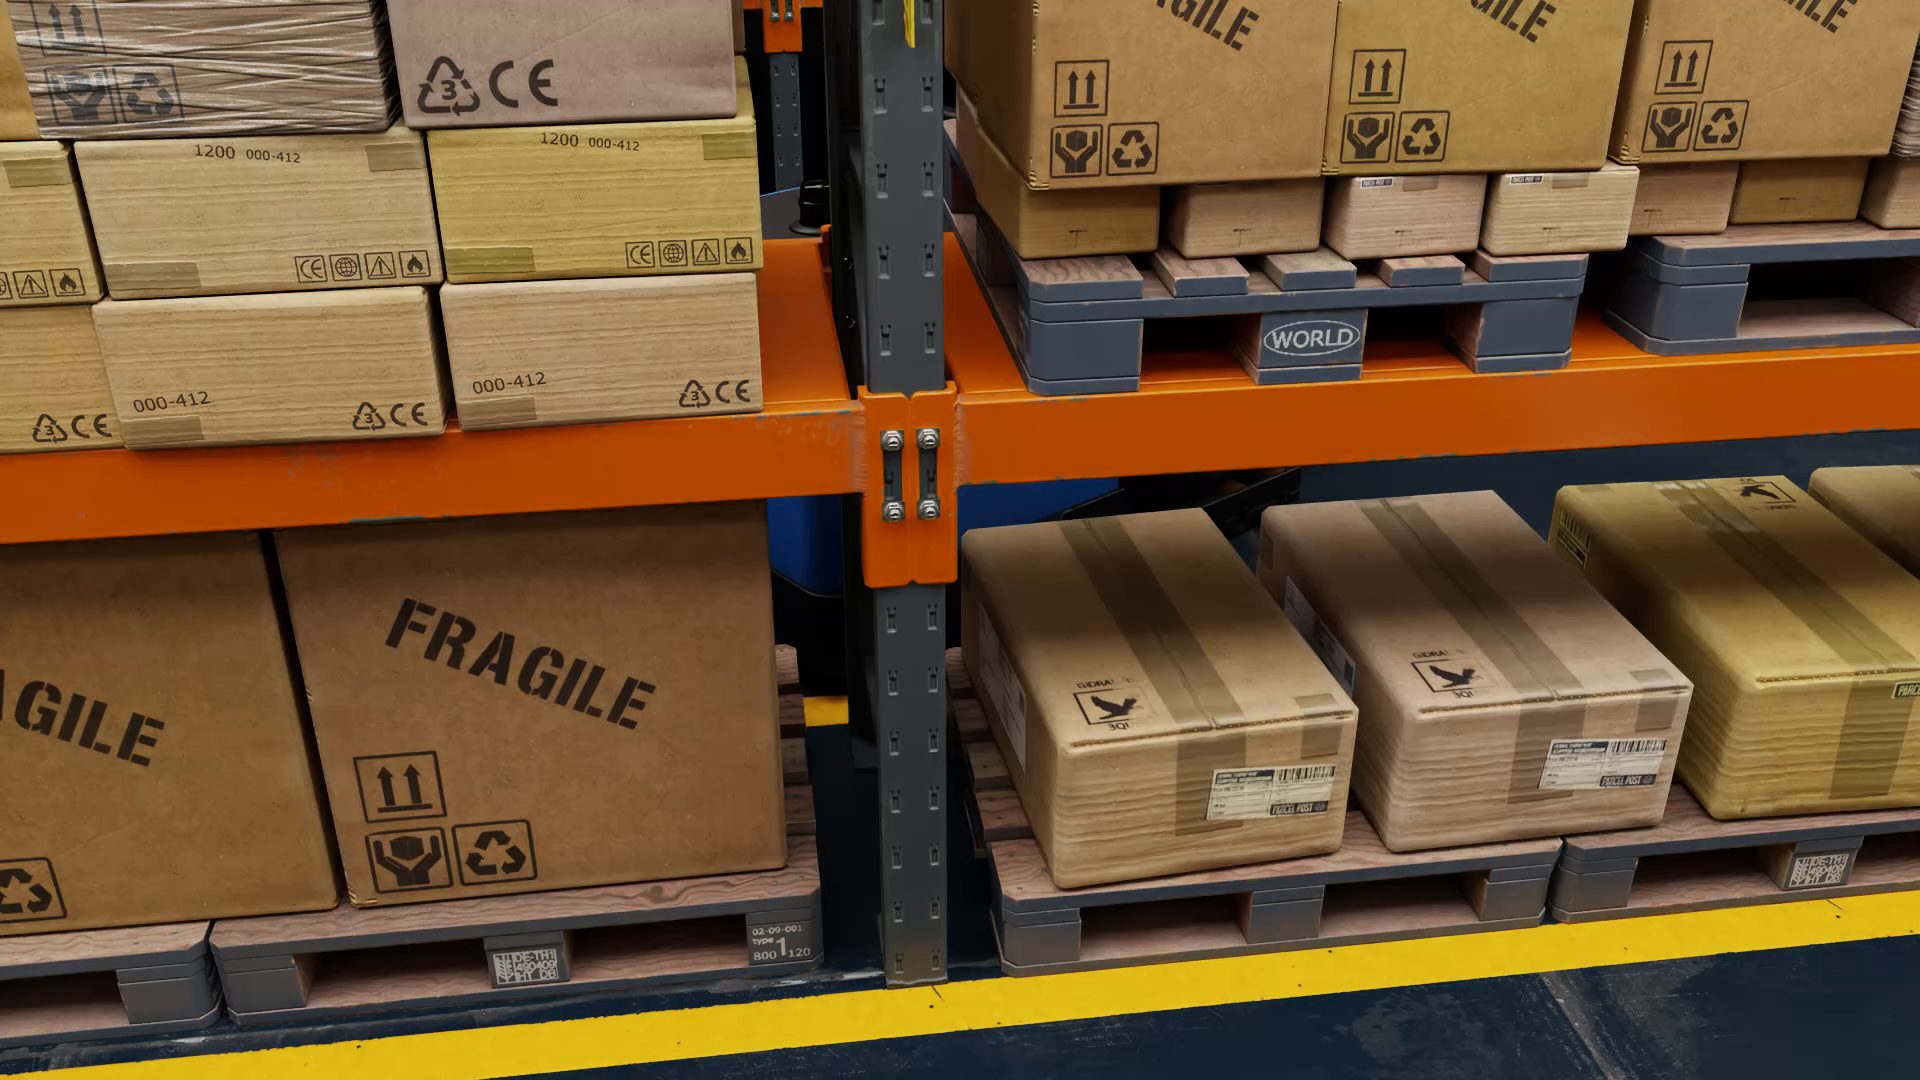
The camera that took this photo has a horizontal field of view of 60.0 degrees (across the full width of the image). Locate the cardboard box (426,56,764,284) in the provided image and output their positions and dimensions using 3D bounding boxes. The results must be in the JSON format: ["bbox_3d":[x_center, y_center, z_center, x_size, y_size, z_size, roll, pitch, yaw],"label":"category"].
[{"bbox_3d":[-0.602,-0.644,2.837,0.500,0.250,0.500,-4,27,-7],"label":"cardboard box"}]

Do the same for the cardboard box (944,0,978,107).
[{"bbox_3d":[0.254,-1.153,3.315,0.500,0.500,0.500,-4,27,-9],"label":"cardboard box"}]

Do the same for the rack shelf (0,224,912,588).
[{"bbox_3d":[-2.138,-0.187,3.117,4.000,0.370,1.077,-4,27,-7],"label":"rack shelf"}]

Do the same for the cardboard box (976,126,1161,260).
[{"bbox_3d":[0.190,-0.646,3.038,0.250,0.149,0.380,-5,28,-10],"label":"cardboard box"}]

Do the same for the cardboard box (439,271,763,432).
[{"bbox_3d":[-0.622,-0.418,2.943,0.500,0.250,0.500,-5,28,-9],"label":"cardboard box"}]

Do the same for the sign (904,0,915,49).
[{"bbox_3d":[-0.077,-0.899,2.447,0.005,0.325,0.100,-4,27,-7],"label":"sign"}]

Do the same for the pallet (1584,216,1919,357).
[{"bbox_3d":[1.797,-0.693,3.526,1.213,0.211,1.003,-4,27,-7],"label":"pallet"}]

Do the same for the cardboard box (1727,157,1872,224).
[{"bbox_3d":[1.529,-0.740,3.221,0.250,0.149,0.380,-3,27,-5],"label":"cardboard box"}]

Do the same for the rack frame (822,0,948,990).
[{"bbox_3d":[-0.158,-0.634,3.200,0.127,3.000,1.000,-4,27,-7],"label":"rack frame"}]

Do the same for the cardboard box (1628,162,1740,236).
[{"bbox_3d":[1.255,-0.704,3.152,0.250,0.149,0.380,-2,27,-4],"label":"cardboard box"}]

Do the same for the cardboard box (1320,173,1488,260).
[{"bbox_3d":[0.752,-0.645,3.037,0.250,0.149,0.380,-5,28,-10],"label":"cardboard box"}]

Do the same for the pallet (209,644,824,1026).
[{"bbox_3d":[-0.949,0.622,3.806,1.213,0.211,1.003,-4,27,-7],"label":"pallet"}]

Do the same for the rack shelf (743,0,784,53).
[{"bbox_3d":[-2.833,-2.431,7.489,4.000,0.370,1.077,-4,27,-7],"label":"rack shelf"}]

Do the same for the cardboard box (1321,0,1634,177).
[{"bbox_3d":[0.835,-0.958,2.937,0.500,0.500,0.500,-2,27,-4],"label":"cardboard box"}]

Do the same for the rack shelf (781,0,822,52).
[{"bbox_3d":[1.128,-2.685,7.985,4.000,0.370,1.077,-4,27,-7],"label":"rack shelf"}]

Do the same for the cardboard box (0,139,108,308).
[{"bbox_3d":[-1.613,-0.568,2.688,0.500,0.250,0.500,-4,27,-8],"label":"cardboard box"}]

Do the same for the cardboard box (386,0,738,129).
[{"bbox_3d":[-0.633,-0.972,2.655,0.500,0.500,0.500,-4,27,-9],"label":"cardboard box"}]

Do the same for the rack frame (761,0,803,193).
[{"bbox_3d":[-0.853,-2.878,7.573,0.127,3.000,1.000,-4,27,-7],"label":"rack frame"}]

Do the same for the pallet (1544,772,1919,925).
[{"bbox_3d":[1.822,0.481,4.081,1.213,0.211,1.003,-4,27,-7],"label":"pallet"}]

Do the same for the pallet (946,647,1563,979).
[{"bbox_3d":[0.616,0.557,3.933,1.213,0.211,1.003,-4,27,-7],"label":"pallet"}]

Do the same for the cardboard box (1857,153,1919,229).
[{"bbox_3d":[1.797,-0.727,3.196,0.250,0.149,0.380,-3,27,-5],"label":"cardboard box"}]

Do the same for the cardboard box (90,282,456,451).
[{"bbox_3d":[-1.126,-0.378,2.866,0.500,0.250,0.500,-3,27,-6],"label":"cardboard box"}]

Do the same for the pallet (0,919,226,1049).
[{"bbox_3d":[-2.154,0.699,3.657,1.213,0.211,1.003,-4,27,-7],"label":"pallet"}]

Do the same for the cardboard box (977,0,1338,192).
[{"bbox_3d":[0.320,-0.922,2.866,0.500,0.500,0.500,-4,27,-9],"label":"cardboard box"}]

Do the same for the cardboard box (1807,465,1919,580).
[{"bbox_3d":[2.573,0.175,4.041,0.625,0.372,0.950,-2,27,-4],"label":"cardboard box"}]

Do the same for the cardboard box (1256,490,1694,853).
[{"bbox_3d":[1.133,0.266,3.864,0.625,0.372,0.950,-4,27,-8],"label":"cardboard box"}]

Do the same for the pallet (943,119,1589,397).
[{"bbox_3d":[0.533,-0.642,3.426,1.003,0.211,1.213,-4,27,-7],"label":"pallet"}]

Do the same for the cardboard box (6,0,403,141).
[{"bbox_3d":[-1.140,-0.936,2.584,0.500,0.500,0.500,-3,27,-6],"label":"cardboard box"}]

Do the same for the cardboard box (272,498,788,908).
[{"bbox_3d":[-0.853,0.131,3.577,0.875,0.875,0.875,-4,27,-8],"label":"cardboard box"}]

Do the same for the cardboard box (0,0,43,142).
[{"bbox_3d":[-1.633,-0.908,2.528,0.500,0.500,0.500,-4,27,-7],"label":"cardboard box"}]

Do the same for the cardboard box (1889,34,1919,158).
[{"bbox_3d":[1.857,-1.023,3.063,0.500,0.500,0.500,-5,28,-9],"label":"cardboard box"}]

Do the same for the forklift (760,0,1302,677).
[{"bbox_3d":[0.476,-1.489,4.941,3.031,2.935,1.130,-21,34,-35],"label":"forklift"}]

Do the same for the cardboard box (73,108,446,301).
[{"bbox_3d":[-1.109,-0.610,2.770,0.500,0.250,0.500,-4,27,-8],"label":"cardboard box"}]

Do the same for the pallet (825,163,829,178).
[{"bbox_3d":[-0.032,-1.672,8.277,1.213,0.211,1.003,-4,27,-7],"label":"pallet"}]

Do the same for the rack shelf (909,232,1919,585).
[{"bbox_3d":[1.823,-0.441,3.613,4.000,0.370,1.077,-4,27,-7],"label":"rack shelf"}]

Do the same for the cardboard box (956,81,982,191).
[{"bbox_3d":[0.134,-0.837,3.410,0.250,0.149,0.380,-3,27,-5],"label":"cardboard box"}]

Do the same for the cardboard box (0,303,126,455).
[{"bbox_3d":[-1.627,-0.354,2.818,0.500,0.250,0.500,-4,27,-8],"label":"cardboard box"}]

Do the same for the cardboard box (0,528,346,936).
[{"bbox_3d":[-1.737,0.185,3.470,0.875,0.875,0.875,-3,27,-6],"label":"cardboard box"}]

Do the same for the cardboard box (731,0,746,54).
[{"bbox_3d":[-0.680,-1.203,3.104,0.500,0.500,0.500,-5,28,-9],"label":"cardboard box"}]

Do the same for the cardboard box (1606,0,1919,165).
[{"bbox_3d":[1.360,-0.995,3.008,0.500,0.500,0.500,-3,27,-6],"label":"cardboard box"}]

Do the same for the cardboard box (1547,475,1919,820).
[{"bbox_3d":[1.885,0.220,3.953,0.625,0.372,0.950,-3,27,-5],"label":"cardboard box"}]

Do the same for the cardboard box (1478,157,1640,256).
[{"bbox_3d":[1.027,-0.653,3.053,0.250,0.149,0.380,-4,27,-7],"label":"cardboard box"}]

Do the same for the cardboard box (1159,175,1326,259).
[{"bbox_3d":[0.475,-0.649,3.044,0.250,0.149,0.380,-5,28,-10],"label":"cardboard box"}]

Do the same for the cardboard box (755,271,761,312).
[{"bbox_3d":[-0.677,-0.650,3.396,0.500,0.250,0.500,-4,27,-8],"label":"cardboard box"}]

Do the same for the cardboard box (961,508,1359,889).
[{"bbox_3d":[0.403,0.317,3.766,0.625,0.372,0.950,-5,28,-11],"label":"cardboard box"}]
